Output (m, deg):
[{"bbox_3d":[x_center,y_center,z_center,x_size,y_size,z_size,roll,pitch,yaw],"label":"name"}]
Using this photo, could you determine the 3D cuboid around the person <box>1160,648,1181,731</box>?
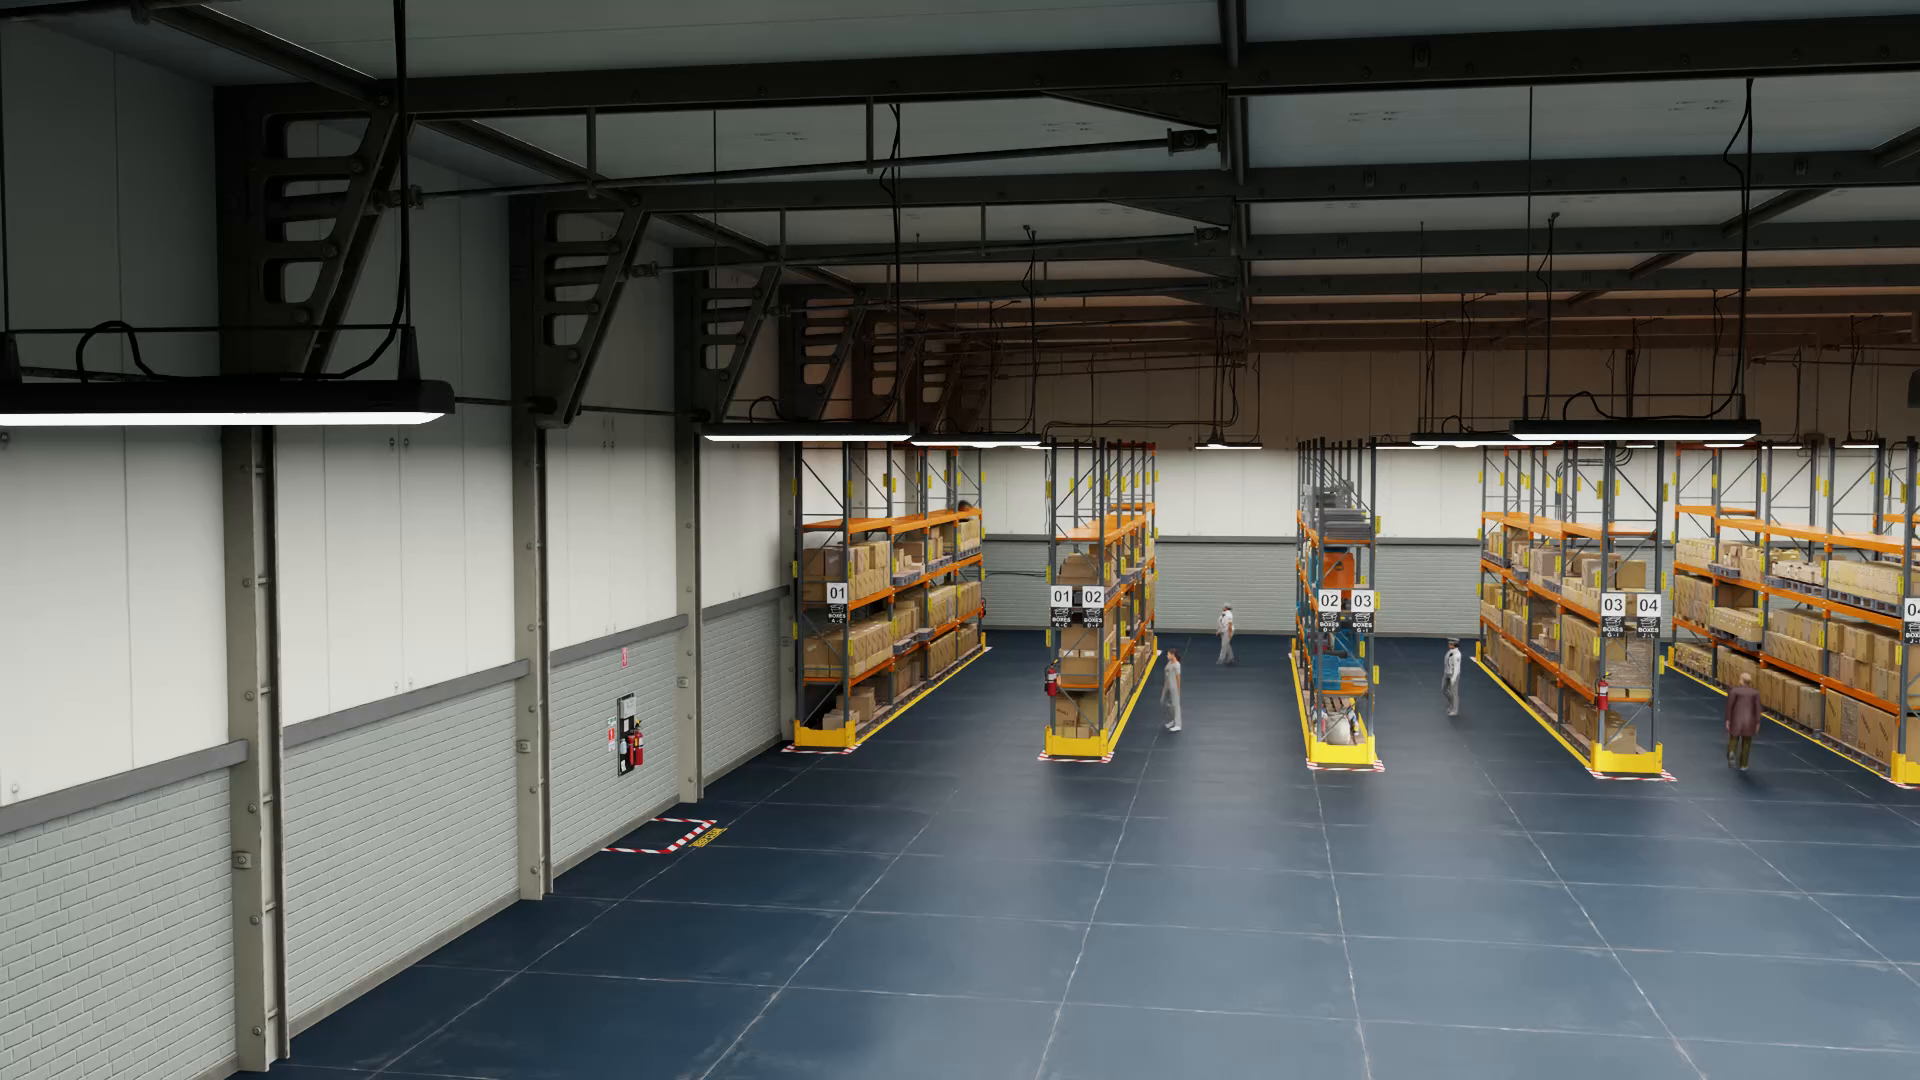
[{"bbox_3d":[4.387,3.060,34.209,0.397,1.684,0.527,-1,3,-21],"label":"person"}]

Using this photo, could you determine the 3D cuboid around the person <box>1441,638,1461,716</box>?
[{"bbox_3d":[10.754,2.969,36.282,0.406,1.680,0.561,-1,3,-13],"label":"person"}]

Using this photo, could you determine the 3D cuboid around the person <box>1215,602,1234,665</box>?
[{"bbox_3d":[7.148,2.527,45.026,0.744,1.648,0.546,-2,3,-28],"label":"person"}]

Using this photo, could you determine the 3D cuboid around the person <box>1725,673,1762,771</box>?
[{"bbox_3d":[13.971,3.256,29.692,0.574,1.762,0.805,2,4,38],"label":"person"}]
